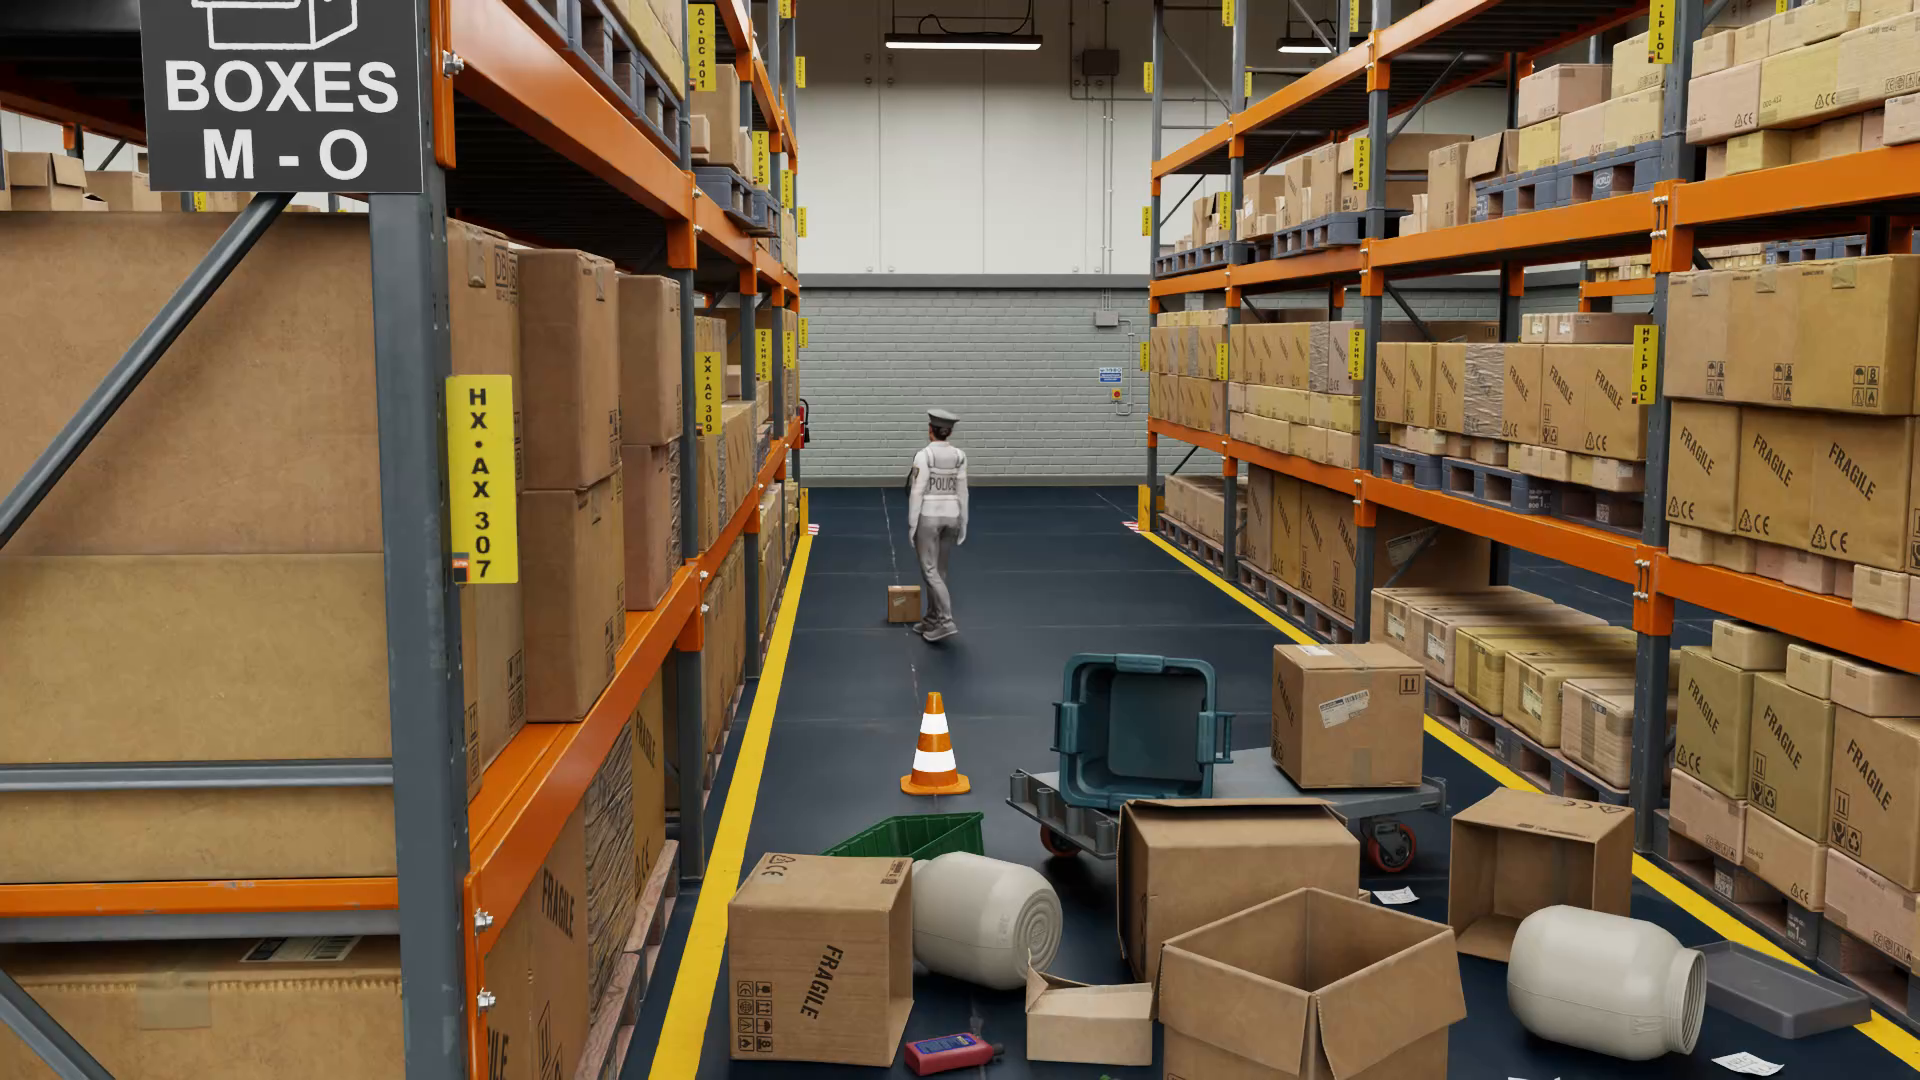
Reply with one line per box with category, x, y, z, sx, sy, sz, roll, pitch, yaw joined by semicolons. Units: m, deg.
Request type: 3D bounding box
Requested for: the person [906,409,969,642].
person;-0.179;-0.115;12.109;0.516;1.668;0.651;-5;9;-38
